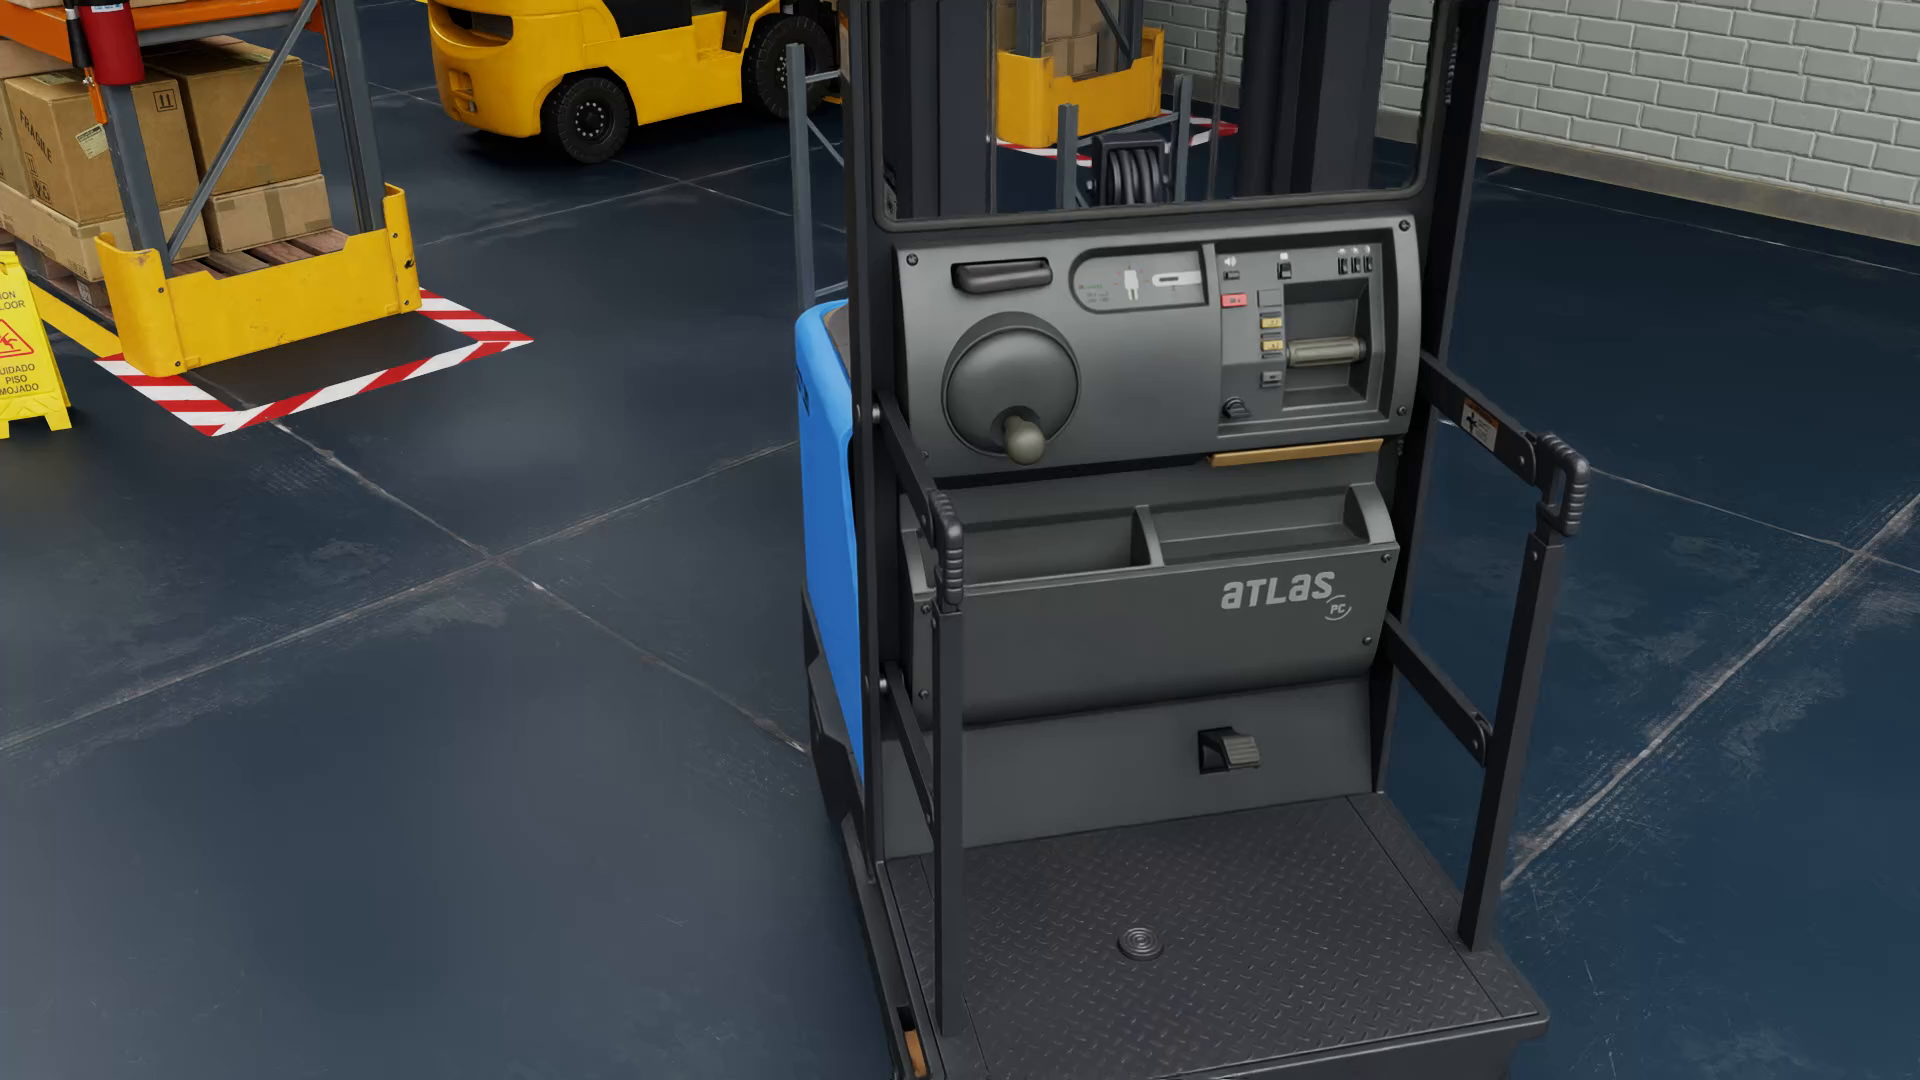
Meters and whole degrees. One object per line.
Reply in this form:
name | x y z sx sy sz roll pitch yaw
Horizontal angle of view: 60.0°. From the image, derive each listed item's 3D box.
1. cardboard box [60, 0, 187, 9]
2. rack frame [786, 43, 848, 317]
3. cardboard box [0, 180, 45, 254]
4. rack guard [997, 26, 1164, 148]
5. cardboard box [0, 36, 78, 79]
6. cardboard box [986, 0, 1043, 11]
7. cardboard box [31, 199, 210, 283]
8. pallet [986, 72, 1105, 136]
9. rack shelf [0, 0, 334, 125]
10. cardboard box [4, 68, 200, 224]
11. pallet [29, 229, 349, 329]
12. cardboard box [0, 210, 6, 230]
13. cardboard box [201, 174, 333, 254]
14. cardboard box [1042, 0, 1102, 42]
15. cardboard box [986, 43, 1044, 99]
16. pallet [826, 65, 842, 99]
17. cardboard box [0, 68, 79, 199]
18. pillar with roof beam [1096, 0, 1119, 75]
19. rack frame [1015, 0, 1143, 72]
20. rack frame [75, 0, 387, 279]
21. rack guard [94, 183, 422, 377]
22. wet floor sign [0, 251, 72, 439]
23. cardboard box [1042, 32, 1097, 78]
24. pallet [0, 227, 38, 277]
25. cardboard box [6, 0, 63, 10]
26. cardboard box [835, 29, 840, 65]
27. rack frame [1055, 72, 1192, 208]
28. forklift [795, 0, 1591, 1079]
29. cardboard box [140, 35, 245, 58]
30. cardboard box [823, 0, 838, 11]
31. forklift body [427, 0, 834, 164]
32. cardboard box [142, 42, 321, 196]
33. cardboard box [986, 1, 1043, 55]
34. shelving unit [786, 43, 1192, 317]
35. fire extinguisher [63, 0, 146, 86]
cardboard box | -3.187 -2.111 6.311 0.380 0.149 0.250 -24 36 -38
rack frame | -0.305 -0.806 5.172 0.032 1.500 0.500 24 36 38
cardboard box | -3.899 -1.486 7.356 0.500 0.250 0.500 25 37 39
rack guard | 0.724 -2.705 9.857 0.348 0.500 1.175 25 36 38
cardboard box | -3.833 -2.031 6.890 0.380 0.149 0.250 -24 36 -38
cardboard box | 0.160 -3.277 9.689 0.500 0.250 0.500 -24 36 -38
cardboard box | -3.552 -1.322 7.044 0.500 0.250 0.500 24 36 38
pallet | 0.133 -2.821 10.387 1.213 0.211 1.003 25 36 38
rack shelf | -4.196 -2.505 7.564 4.000 0.370 1.077 25 36 38
cardboard box | -3.524 -1.646 6.855 0.500 0.500 0.500 25 37 39
pallet | -3.379 -1.238 7.378 1.213 0.211 1.003 25 36 38
cardboard box | -4.276 -1.655 7.677 0.500 0.250 0.500 23 35 37
cardboard box | -3.151 -1.495 7.372 0.500 0.250 0.500 24 36 38
cardboard box | 0.518 -3.232 10.139 0.500 0.250 0.500 -25 36 -38
cardboard box | 0.151 -2.836 9.925 0.500 0.250 0.500 25 37 39
pallet | -0.733 -3.219 11.144 1.213 0.211 1.003 25 36 38
cardboard box | -3.899 -1.815 7.177 0.500 0.500 0.500 -24 36 -37
pillar with roof beam | -2.176 -5.572 6.178 0.400 9.000 9.100 25 36 38
rack frame | 0.707 -3.819 9.290 0.127 3.000 1.000 25 36 38
rack frame | -2.770 -2.171 6.155 0.127 3.000 1.000 25 36 38
rack guard | -2.824 -1.089 6.784 0.348 0.500 1.175 25 36 38
wet floor sign | -3.385 -0.712 5.910 0.267 0.644 0.232 -13 30 -22
cardboard box | 0.494 -3.013 10.261 0.500 0.250 0.500 25 37 39
pallet | -4.245 -1.636 8.135 1.213 0.211 1.003 25 36 38
cardboard box | -3.445 -2.156 6.398 0.250 0.149 0.380 24 36 38
cardboard box | -0.548 -3.168 10.555 0.500 0.250 0.500 -25 37 -39
rack frame | 0.422 -0.476 4.543 0.032 1.500 0.500 24 36 38
forklift | 0.404 -0.308 2.686 1.130 2.935 3.031 -6 28 -11
cardboard box | -3.545 -2.003 7.534 0.500 0.500 0.500 23 35 37
cardboard box | -0.592 -3.393 10.446 0.500 0.250 0.500 24 36 37
forklift body | -1.924 -3.457 9.513 1.214 2.155 2.313 25 36 38
cardboard box | -3.169 -1.834 7.212 0.500 0.500 0.500 23 36 37
cardboard box | 0.141 -3.064 9.821 0.500 0.250 0.500 24 36 38
shelving unit | 0.058 -0.641 4.858 1.048 1.500 0.538 24 36 38
fire extinguisher | -3.012 -1.946 5.811 0.183 0.674 0.296 25 36 38
